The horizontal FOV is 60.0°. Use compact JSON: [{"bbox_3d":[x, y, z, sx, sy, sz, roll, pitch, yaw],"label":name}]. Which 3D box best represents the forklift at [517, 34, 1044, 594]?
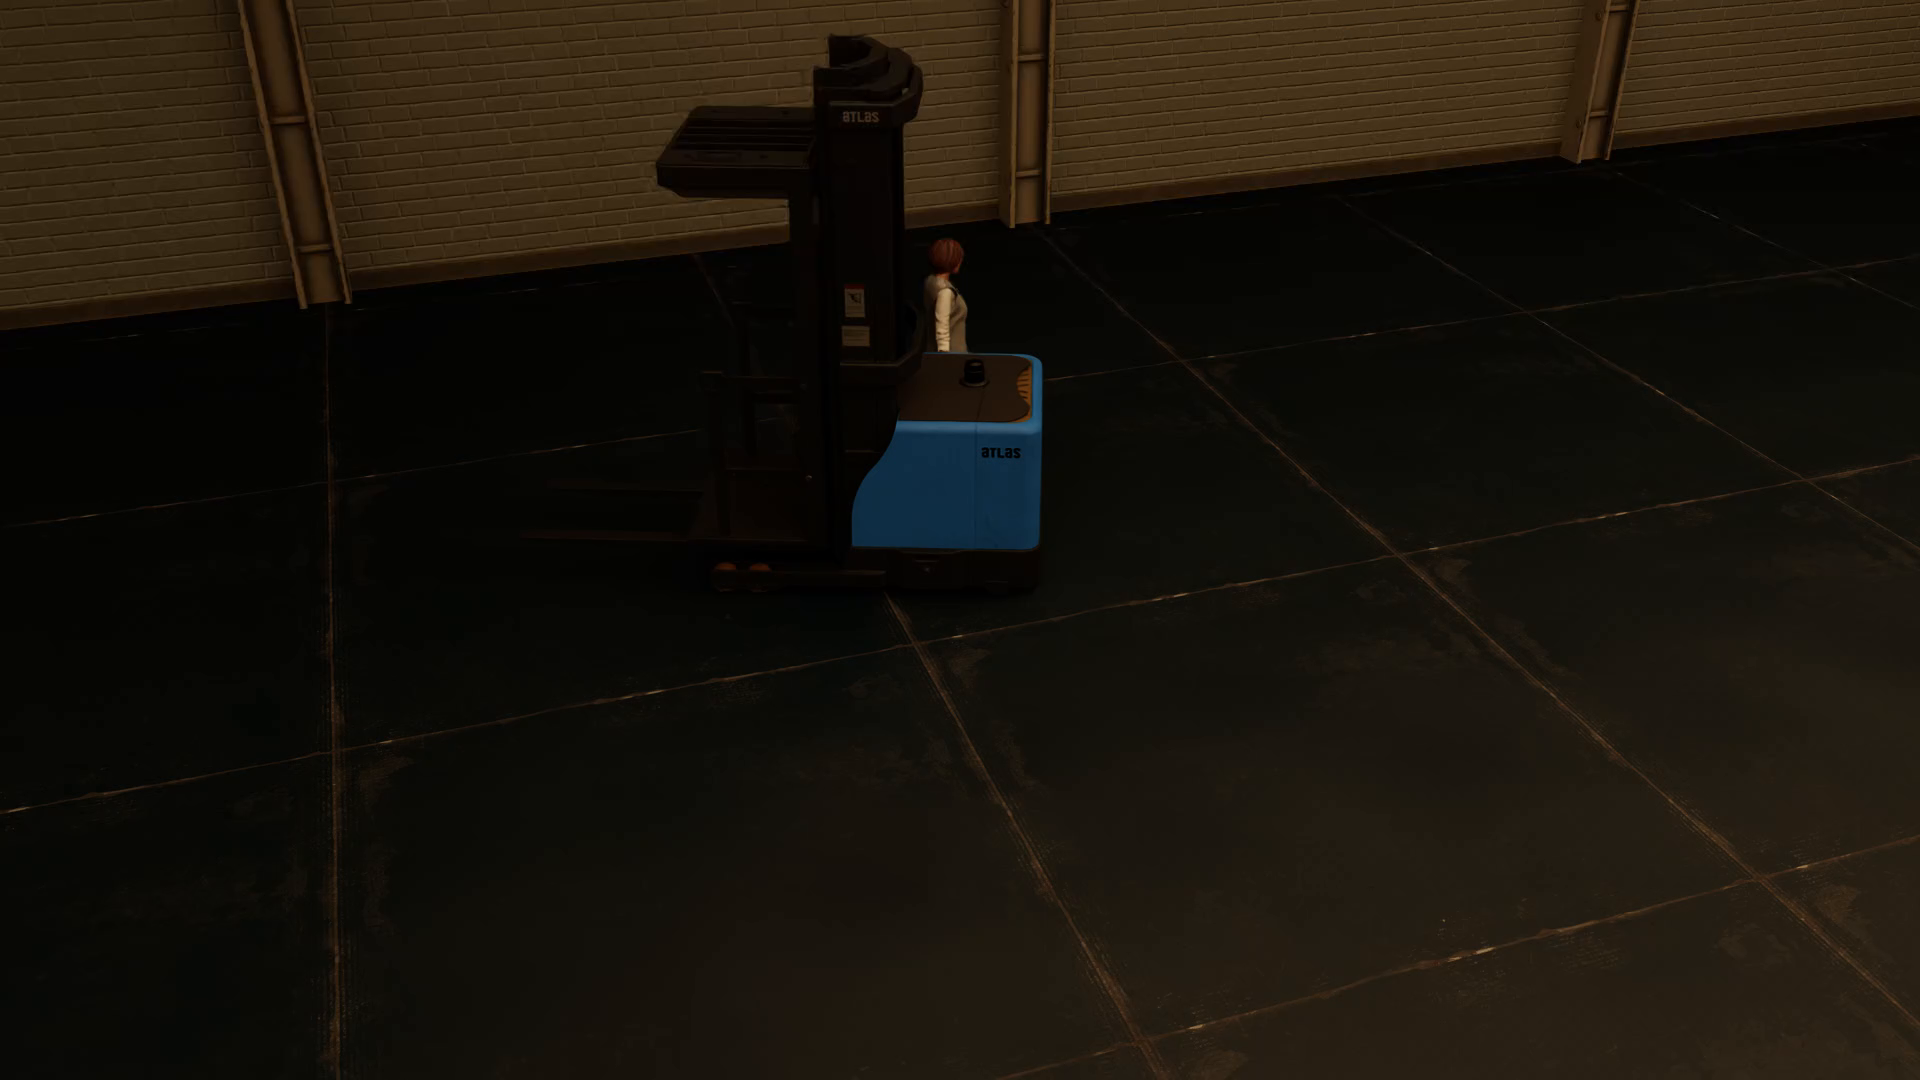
[{"bbox_3d":[-1.036,-1.229,9.223,3.031,2.935,1.130,1,30,2],"label":"forklift"}]

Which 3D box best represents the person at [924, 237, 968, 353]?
[{"bbox_3d":[-0.107,-1.107,10.454,0.359,1.572,0.689,-3,30,-5],"label":"person"}]
